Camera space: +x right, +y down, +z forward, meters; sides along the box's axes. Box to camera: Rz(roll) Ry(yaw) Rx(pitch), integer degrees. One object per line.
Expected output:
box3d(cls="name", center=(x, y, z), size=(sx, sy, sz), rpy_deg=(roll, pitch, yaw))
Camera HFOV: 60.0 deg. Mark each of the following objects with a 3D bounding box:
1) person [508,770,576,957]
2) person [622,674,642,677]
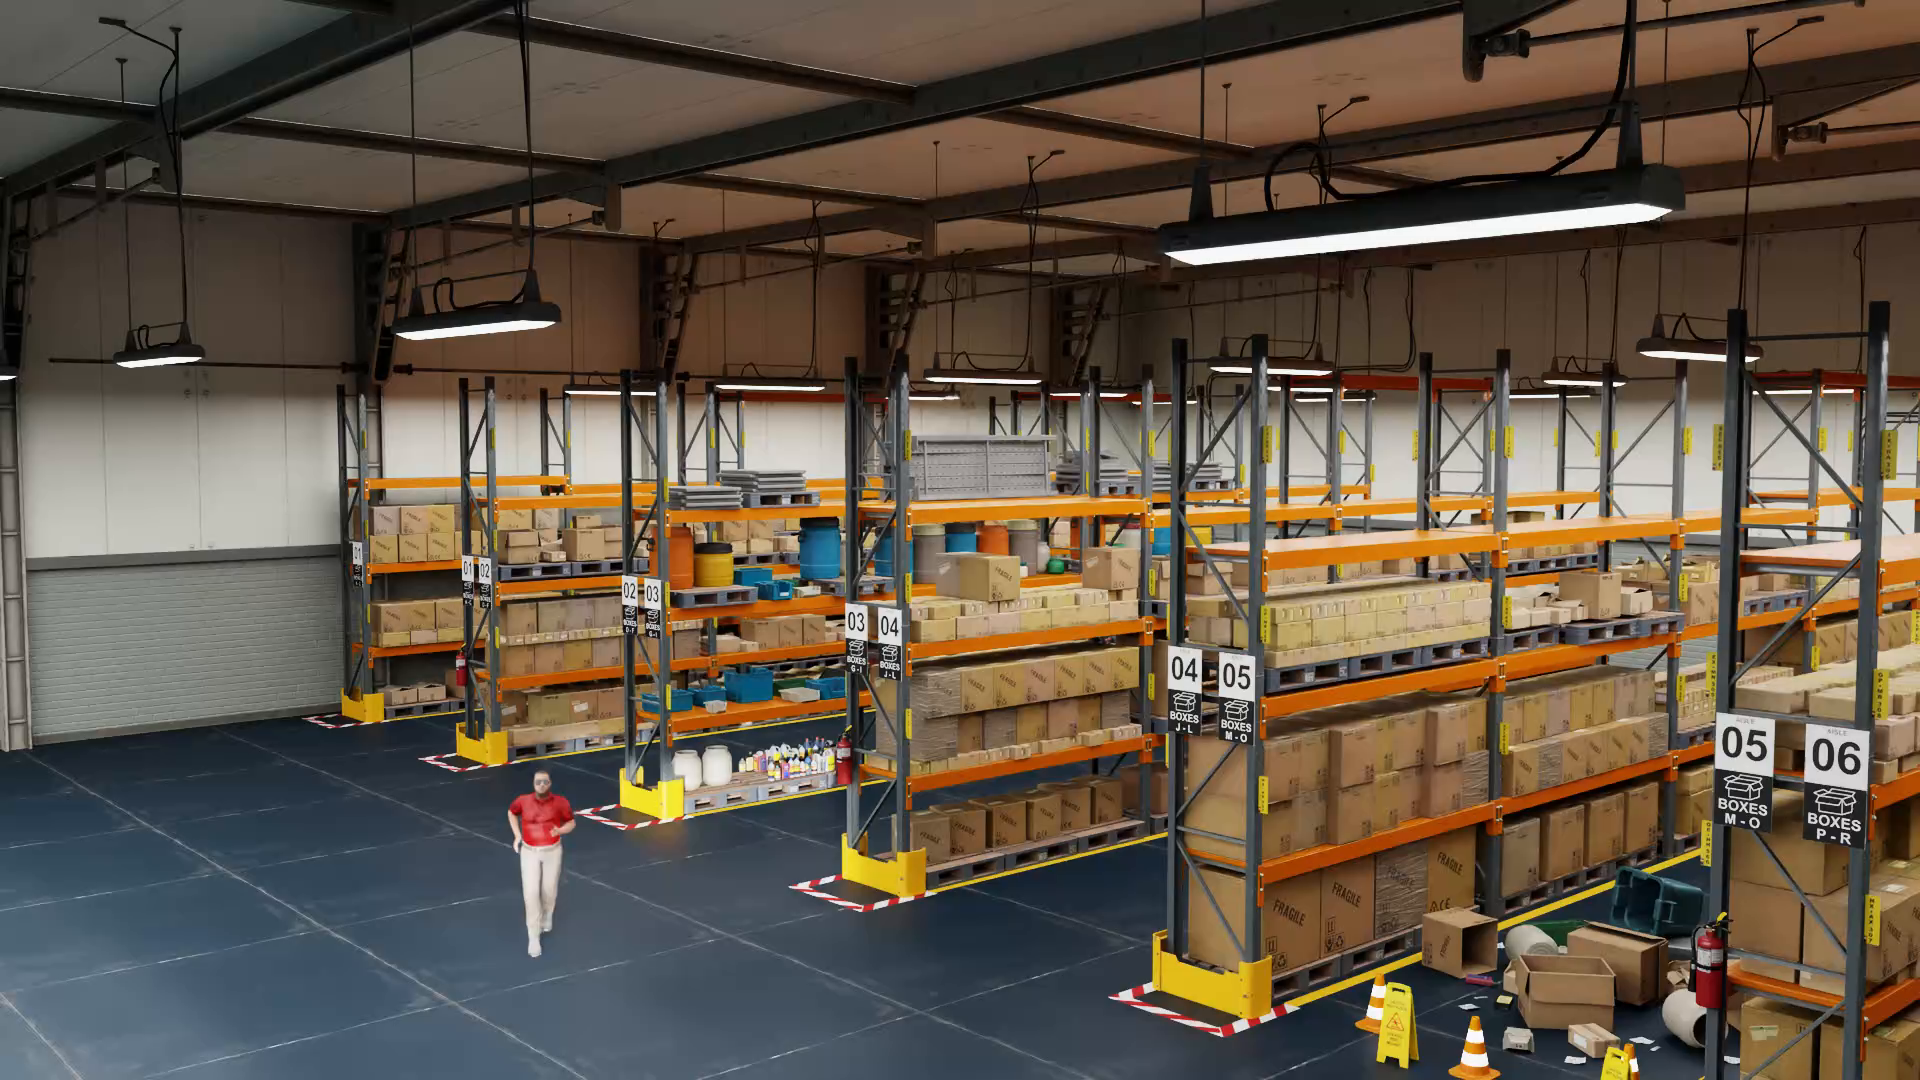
box3d(cls="person", center=(-4.208, 3.200, 16.771), size=(0.653, 1.776, 0.911), rpy_deg=(-1, 4, -17))
box3d(cls="person", center=(-5.860, 2.327, 29.839), size=(0.637, 1.738, 0.723), rpy_deg=(3, 5, 39))
